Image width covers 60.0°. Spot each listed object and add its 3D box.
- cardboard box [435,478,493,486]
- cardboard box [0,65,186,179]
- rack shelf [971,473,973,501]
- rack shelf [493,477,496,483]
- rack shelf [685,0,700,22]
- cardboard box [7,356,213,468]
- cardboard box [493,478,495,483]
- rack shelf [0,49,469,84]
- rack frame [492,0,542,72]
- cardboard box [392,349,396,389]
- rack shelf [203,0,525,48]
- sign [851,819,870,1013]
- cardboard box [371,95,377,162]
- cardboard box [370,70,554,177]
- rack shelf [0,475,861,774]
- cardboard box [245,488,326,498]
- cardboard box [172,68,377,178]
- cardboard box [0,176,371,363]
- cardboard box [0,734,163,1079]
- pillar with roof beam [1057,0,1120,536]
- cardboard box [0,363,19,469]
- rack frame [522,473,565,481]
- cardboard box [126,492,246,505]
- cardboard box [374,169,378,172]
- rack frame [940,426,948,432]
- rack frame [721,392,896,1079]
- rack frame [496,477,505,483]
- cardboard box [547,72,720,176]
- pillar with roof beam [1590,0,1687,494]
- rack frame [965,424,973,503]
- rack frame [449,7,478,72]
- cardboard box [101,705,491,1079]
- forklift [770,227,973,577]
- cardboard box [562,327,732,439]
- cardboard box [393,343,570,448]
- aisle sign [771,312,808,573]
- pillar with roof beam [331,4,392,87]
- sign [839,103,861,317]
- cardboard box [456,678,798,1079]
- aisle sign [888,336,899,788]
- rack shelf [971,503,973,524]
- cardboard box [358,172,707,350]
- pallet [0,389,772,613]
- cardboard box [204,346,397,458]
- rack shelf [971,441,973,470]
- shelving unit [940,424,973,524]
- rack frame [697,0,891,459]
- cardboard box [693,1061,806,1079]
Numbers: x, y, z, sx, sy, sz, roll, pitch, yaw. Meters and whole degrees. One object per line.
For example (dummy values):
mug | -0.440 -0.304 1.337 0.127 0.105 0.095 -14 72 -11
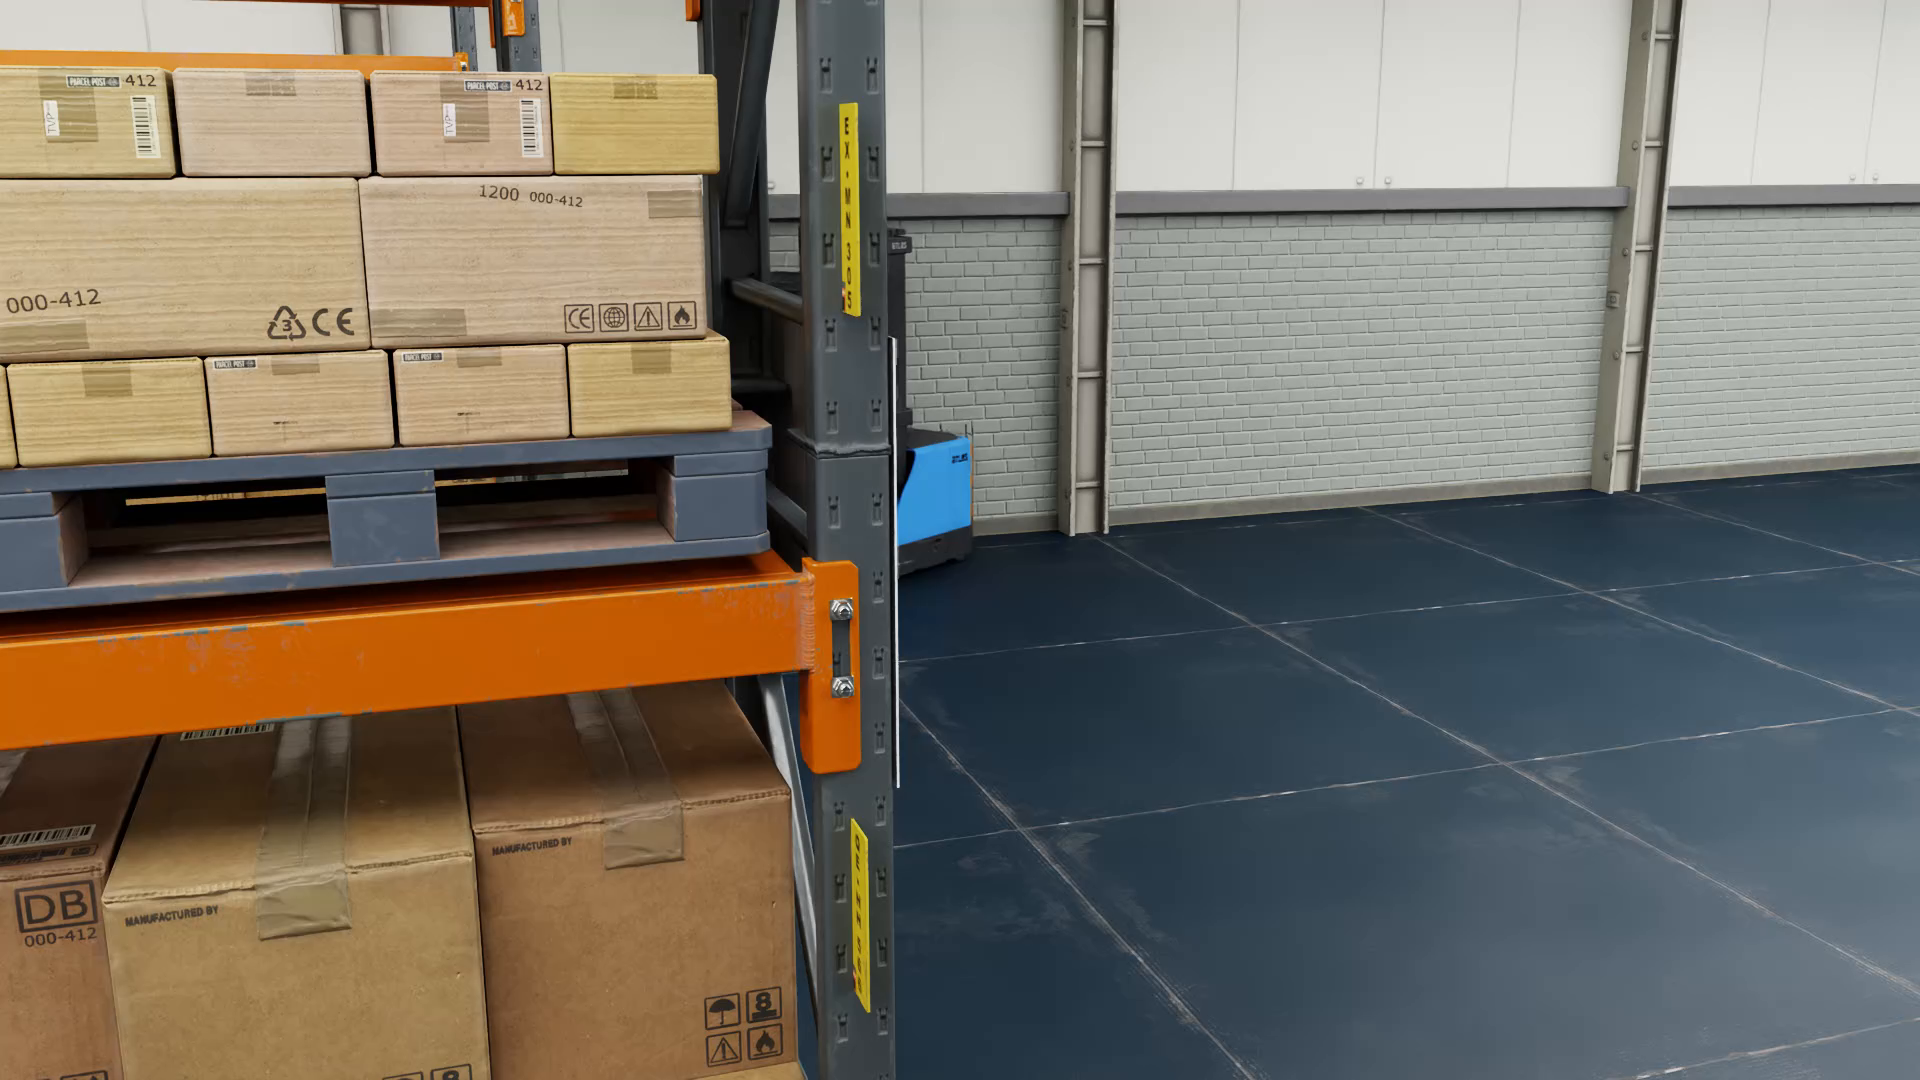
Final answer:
cardboard box | -2.423 -0.460 7.575 0.500 0.500 0.700 -5 14 -19
cardboard box | -1.270 -0.610 2.438 0.250 0.149 0.380 -4 14 -17
rack shelf | -0.033 -0.491 14.980 0.240 0.259 0.215 -5 15 -19
rack shelf | -5.491 -0.457 12.135 4.000 0.370 1.077 -4 14 -18
rack shelf | -2.230 -1.014 2.378 4.000 0.370 1.077 -4 14 -18
cardboard box | -1.263 -0.223 2.534 0.250 0.149 0.380 -4 14 -18
cardboard box | -2.546 -0.085 8.159 0.500 0.500 0.500 -5 14 -19
rack shelf | -5.491 -3.181 11.487 4.000 0.370 1.077 -4 14 -18
rack frame | -2.009 -2.784 7.402 0.127 3.000 1.000 -4 14 -18
cardboard box | -1.003 -0.404 3.295 0.250 0.149 0.380 -4 14 -18
rack shelf | -3.904 -2.285 6.865 4.000 0.370 1.077 -4 14 -18
sign | -0.174 0.654 2.898 0.005 0.325 0.100 -4 14 -18
cardboard box | -1.232 -0.773 3.126 0.250 0.149 0.380 -5 14 -19
cardboard box | -0.782 -0.648 2.599 0.250 0.149 0.380 -4 14 -18
rack shelf | -2.230 0.251 2.679 4.000 0.370 1.077 -4 14 -18
cardboard box | -2.905 -0.424 7.425 0.500 0.500 0.700 -4 14 -18
cardboard box | -1.025 -0.629 2.520 0.250 0.149 0.380 -4 14 -17
cardboard box | -1.183 -0.437 2.575 0.500 0.250 0.500 -4 14 -18
cardboard box | -1.764 0.705 3.038 0.550 0.550 0.875 -4 14 -18
pillar with roof beam | 2.517 -3.518 10.485 0.400 9.000 9.100 -4 14 -18
cardboard box | -1.506 -0.204 2.454 0.250 0.149 0.380 -5 14 -19
rack frame | -2.009 0.134 8.096 0.127 3.000 1.000 -4 14 -18
cardboard box | -3.356 -0.364 7.172 0.500 0.500 0.700 -5 14 -19
cardboard box | -0.873 -0.592 3.226 0.500 0.250 0.500 -4 14 -18
rack frame | -0.148 -0.492 14.938 0.008 1.050 0.200 -5 15 -19
rack frame | -0.334 1.212 3.564 0.127 3.000 1.000 -4 14 -18
rack frame | -3.595 -0.954 12.672 0.127 3.000 1.000 -4 14 -18
cardboard box | -0.545 -0.666 2.676 0.250 0.149 0.380 -4 14 -18
pillar with roof beam | 8.204 -3.960 12.347 0.400 9.000 9.100 -4 14 -18
rack frame | 0.082 -0.511 15.017 0.008 1.050 0.200 -5 15 -19
rack frame | -3.595 -3.873 11.978 0.127 3.000 1.000 -4 14 -18
cardboard box | -1.190 0.694 3.086 0.550 0.550 0.875 -4 14 -18
forklift | -1.195 -1.063 13.280 1.130 2.935 3.031 10 17 37
cardboard box | -0.541 -0.279 2.770 0.250 0.149 0.380 -4 14 -18
cardboard box | -0.780 -0.260 2.692 0.250 0.149 0.380 -4 14 -18
aisle sign | -0.363 -0.123 3.561 0.004 0.787 0.394 -4 14 -18
pillar with roof beam | -3.170 -3.075 8.623 0.400 9.000 9.100 -4 14 -18
sign | -0.174 -0.519 2.618 0.005 0.325 0.100 -4 14 -18
cardboard box | -0.698 0.633 3.342 0.550 0.550 0.875 -4 14 -18
aisle sign | -0.171 0.008 3.008 0.004 0.787 0.394 -4 14 -18
rack shelf | -0.033 -0.221 15.046 0.240 0.259 0.215 -5 15 -19
cardboard box | -0.709 -0.474 2.730 0.500 0.250 0.500 -4 14 -17
pallet | -1.034 -0.147 2.987 1.213 0.211 1.003 -4 14 -18
cardboard box | -1.023 -0.241 2.612 0.250 0.149 0.380 -4 14 -17
rack shelf | -0.032 -0.767 14.913 0.240 0.259 0.215 -5 15 -19
shelving unit | -0.033 -0.501 14.978 0.252 1.050 0.215 -5 15 -19
rack frame | -0.334 -1.706 2.869 0.127 3.000 1.000 -4 14 -18
cardboard box | -0.671 1.177 3.389 0.550 0.550 0.875 -4 14 -18
